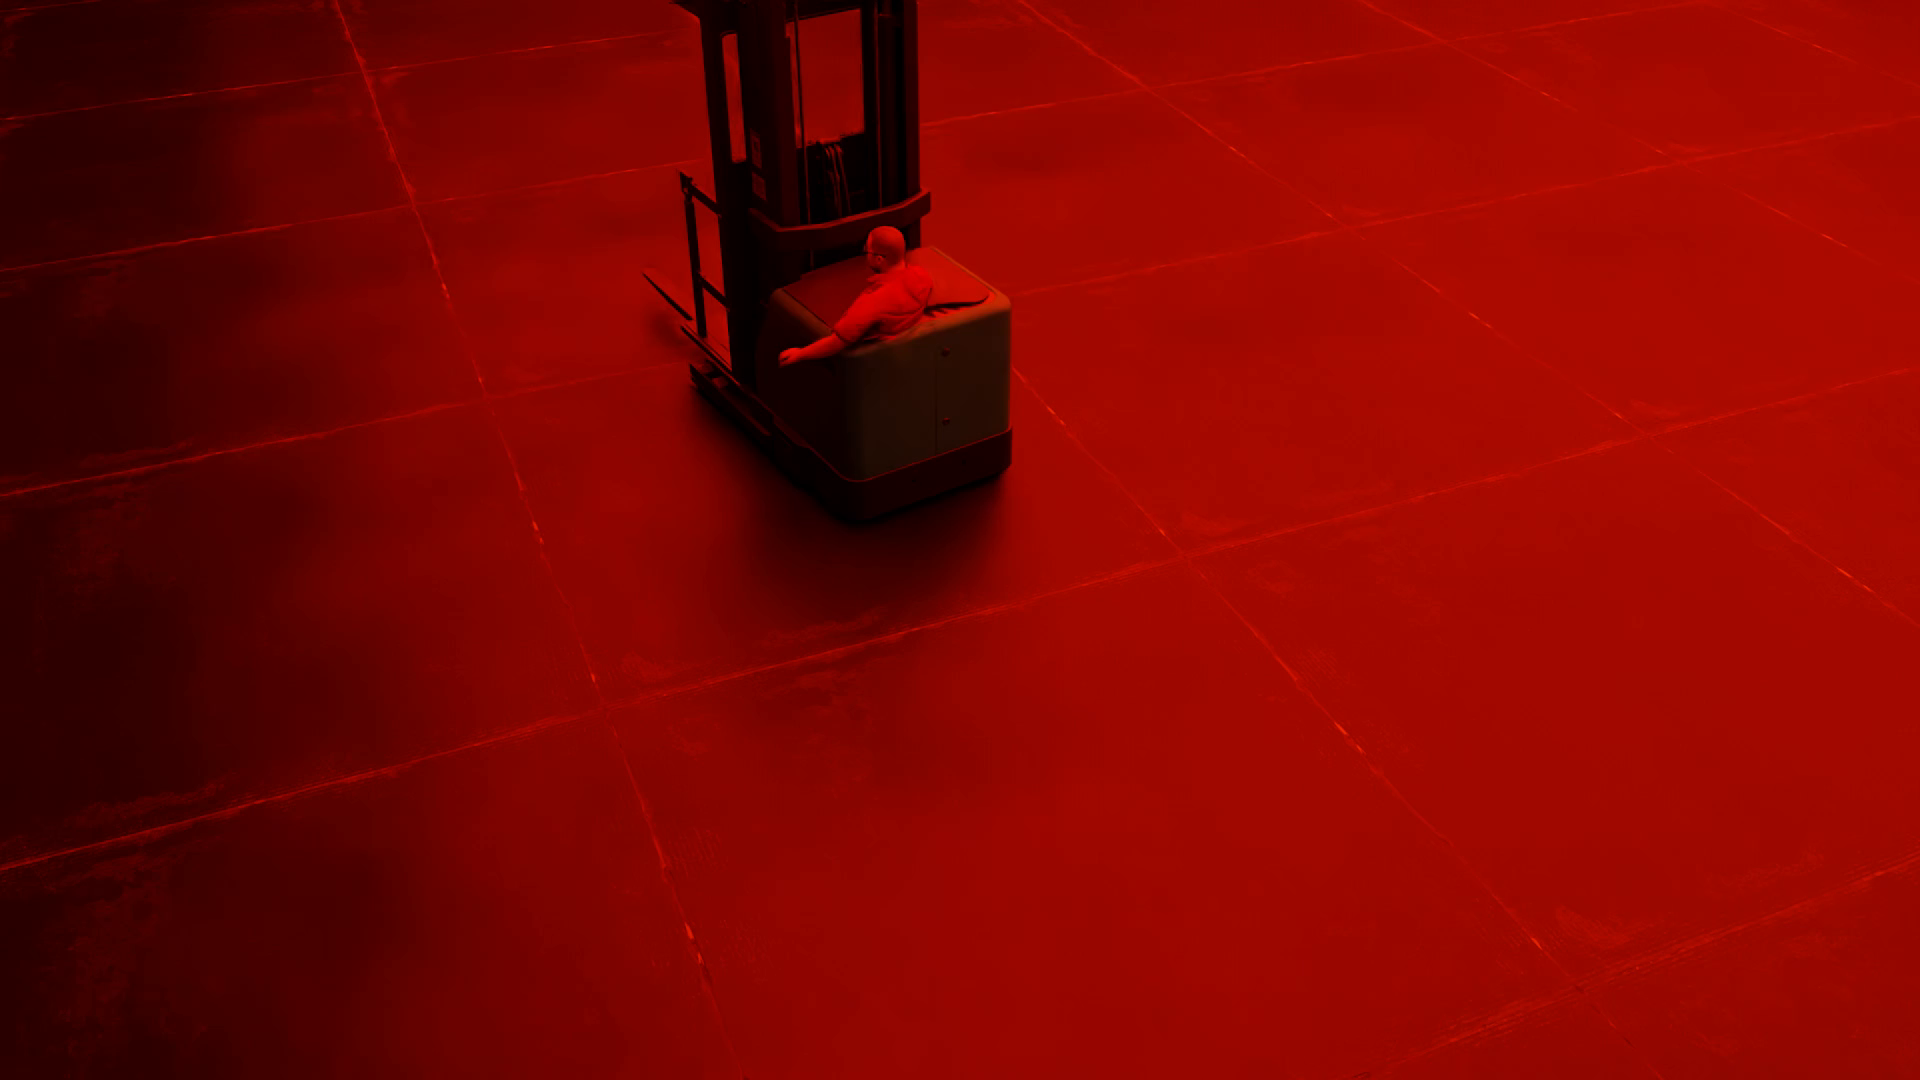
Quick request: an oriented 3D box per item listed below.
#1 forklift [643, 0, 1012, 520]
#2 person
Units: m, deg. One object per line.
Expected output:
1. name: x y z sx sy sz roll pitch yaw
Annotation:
1. forklift: -0.939 -2.117 9.076 1.130 2.935 3.031 -21 40 -26
2. person: -0.486 -0.923 8.609 0.650 1.637 0.859 19 40 25
